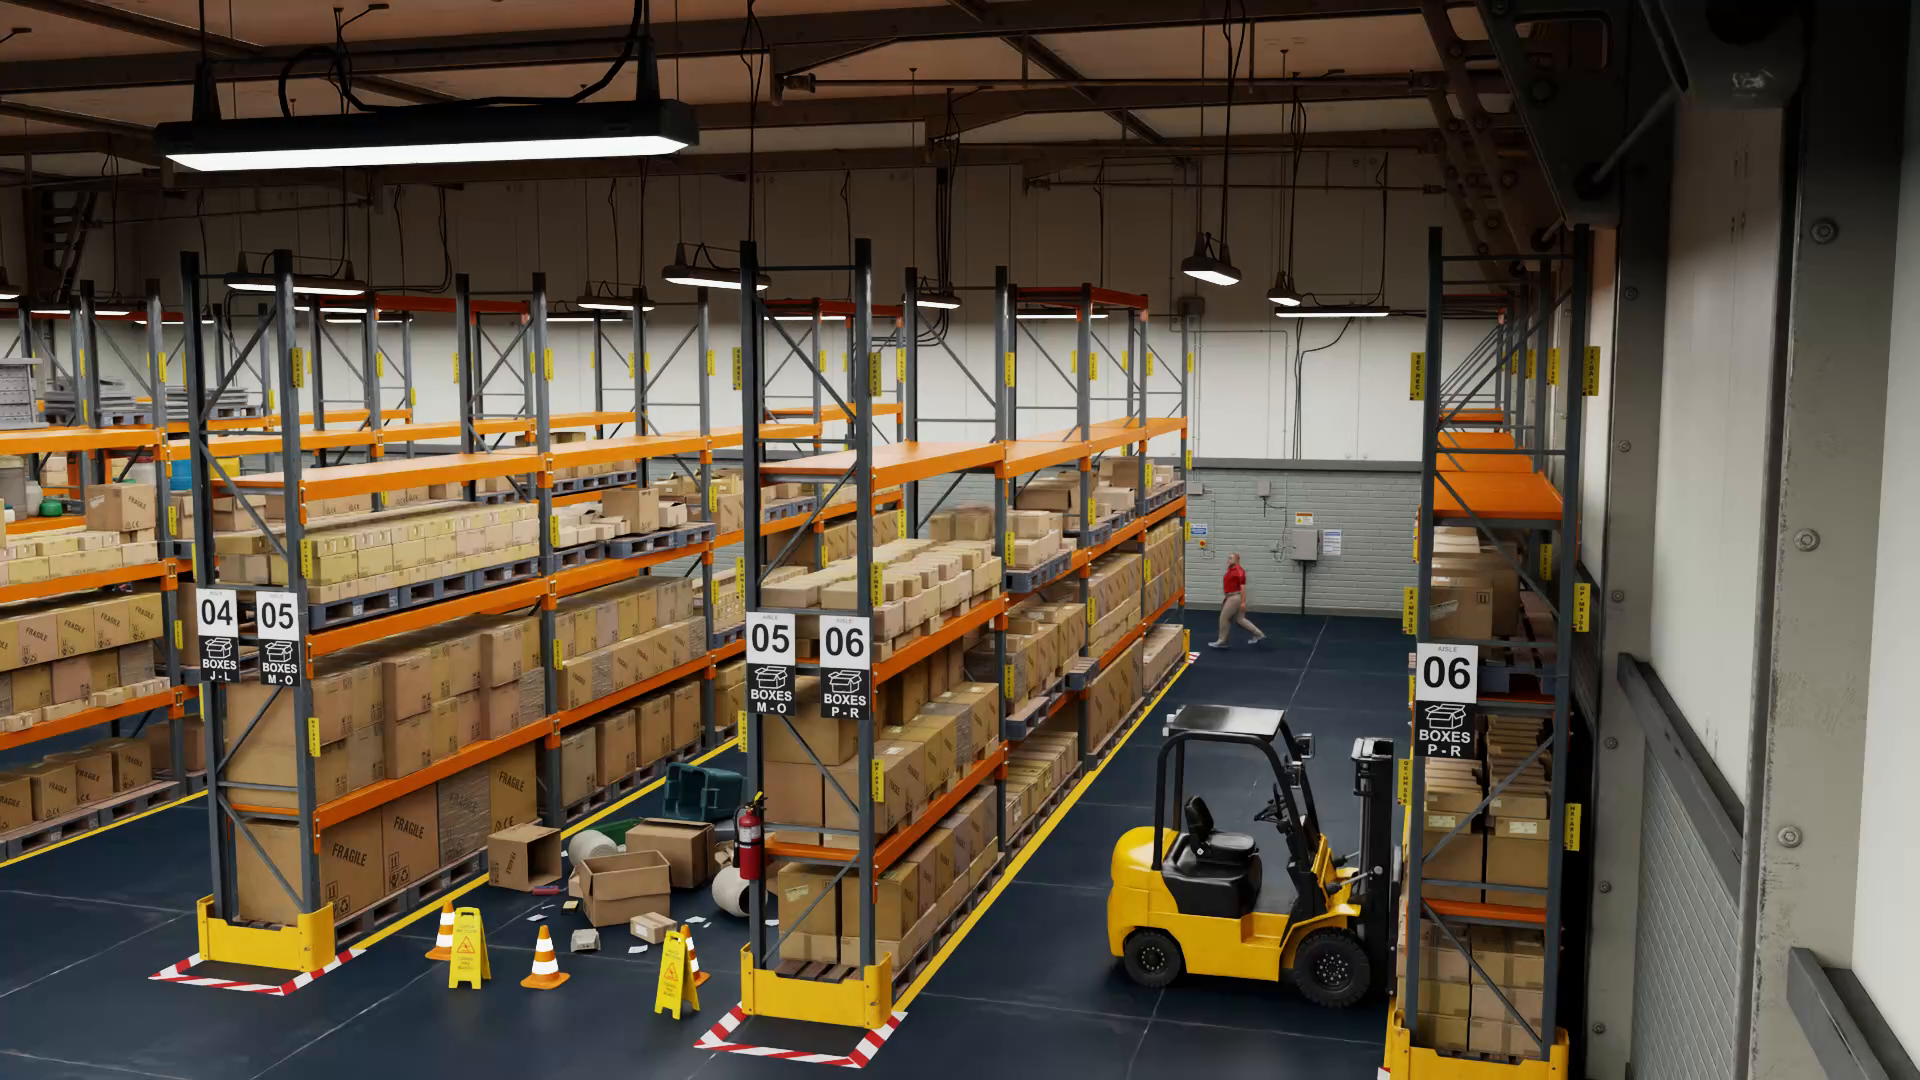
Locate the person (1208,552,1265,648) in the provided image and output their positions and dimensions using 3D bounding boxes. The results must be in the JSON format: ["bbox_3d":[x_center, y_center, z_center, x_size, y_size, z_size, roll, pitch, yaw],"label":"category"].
[{"bbox_3d":[4.875,1.050,29.218,0.986,1.684,0.503,1,7,10],"label":"person"}]
